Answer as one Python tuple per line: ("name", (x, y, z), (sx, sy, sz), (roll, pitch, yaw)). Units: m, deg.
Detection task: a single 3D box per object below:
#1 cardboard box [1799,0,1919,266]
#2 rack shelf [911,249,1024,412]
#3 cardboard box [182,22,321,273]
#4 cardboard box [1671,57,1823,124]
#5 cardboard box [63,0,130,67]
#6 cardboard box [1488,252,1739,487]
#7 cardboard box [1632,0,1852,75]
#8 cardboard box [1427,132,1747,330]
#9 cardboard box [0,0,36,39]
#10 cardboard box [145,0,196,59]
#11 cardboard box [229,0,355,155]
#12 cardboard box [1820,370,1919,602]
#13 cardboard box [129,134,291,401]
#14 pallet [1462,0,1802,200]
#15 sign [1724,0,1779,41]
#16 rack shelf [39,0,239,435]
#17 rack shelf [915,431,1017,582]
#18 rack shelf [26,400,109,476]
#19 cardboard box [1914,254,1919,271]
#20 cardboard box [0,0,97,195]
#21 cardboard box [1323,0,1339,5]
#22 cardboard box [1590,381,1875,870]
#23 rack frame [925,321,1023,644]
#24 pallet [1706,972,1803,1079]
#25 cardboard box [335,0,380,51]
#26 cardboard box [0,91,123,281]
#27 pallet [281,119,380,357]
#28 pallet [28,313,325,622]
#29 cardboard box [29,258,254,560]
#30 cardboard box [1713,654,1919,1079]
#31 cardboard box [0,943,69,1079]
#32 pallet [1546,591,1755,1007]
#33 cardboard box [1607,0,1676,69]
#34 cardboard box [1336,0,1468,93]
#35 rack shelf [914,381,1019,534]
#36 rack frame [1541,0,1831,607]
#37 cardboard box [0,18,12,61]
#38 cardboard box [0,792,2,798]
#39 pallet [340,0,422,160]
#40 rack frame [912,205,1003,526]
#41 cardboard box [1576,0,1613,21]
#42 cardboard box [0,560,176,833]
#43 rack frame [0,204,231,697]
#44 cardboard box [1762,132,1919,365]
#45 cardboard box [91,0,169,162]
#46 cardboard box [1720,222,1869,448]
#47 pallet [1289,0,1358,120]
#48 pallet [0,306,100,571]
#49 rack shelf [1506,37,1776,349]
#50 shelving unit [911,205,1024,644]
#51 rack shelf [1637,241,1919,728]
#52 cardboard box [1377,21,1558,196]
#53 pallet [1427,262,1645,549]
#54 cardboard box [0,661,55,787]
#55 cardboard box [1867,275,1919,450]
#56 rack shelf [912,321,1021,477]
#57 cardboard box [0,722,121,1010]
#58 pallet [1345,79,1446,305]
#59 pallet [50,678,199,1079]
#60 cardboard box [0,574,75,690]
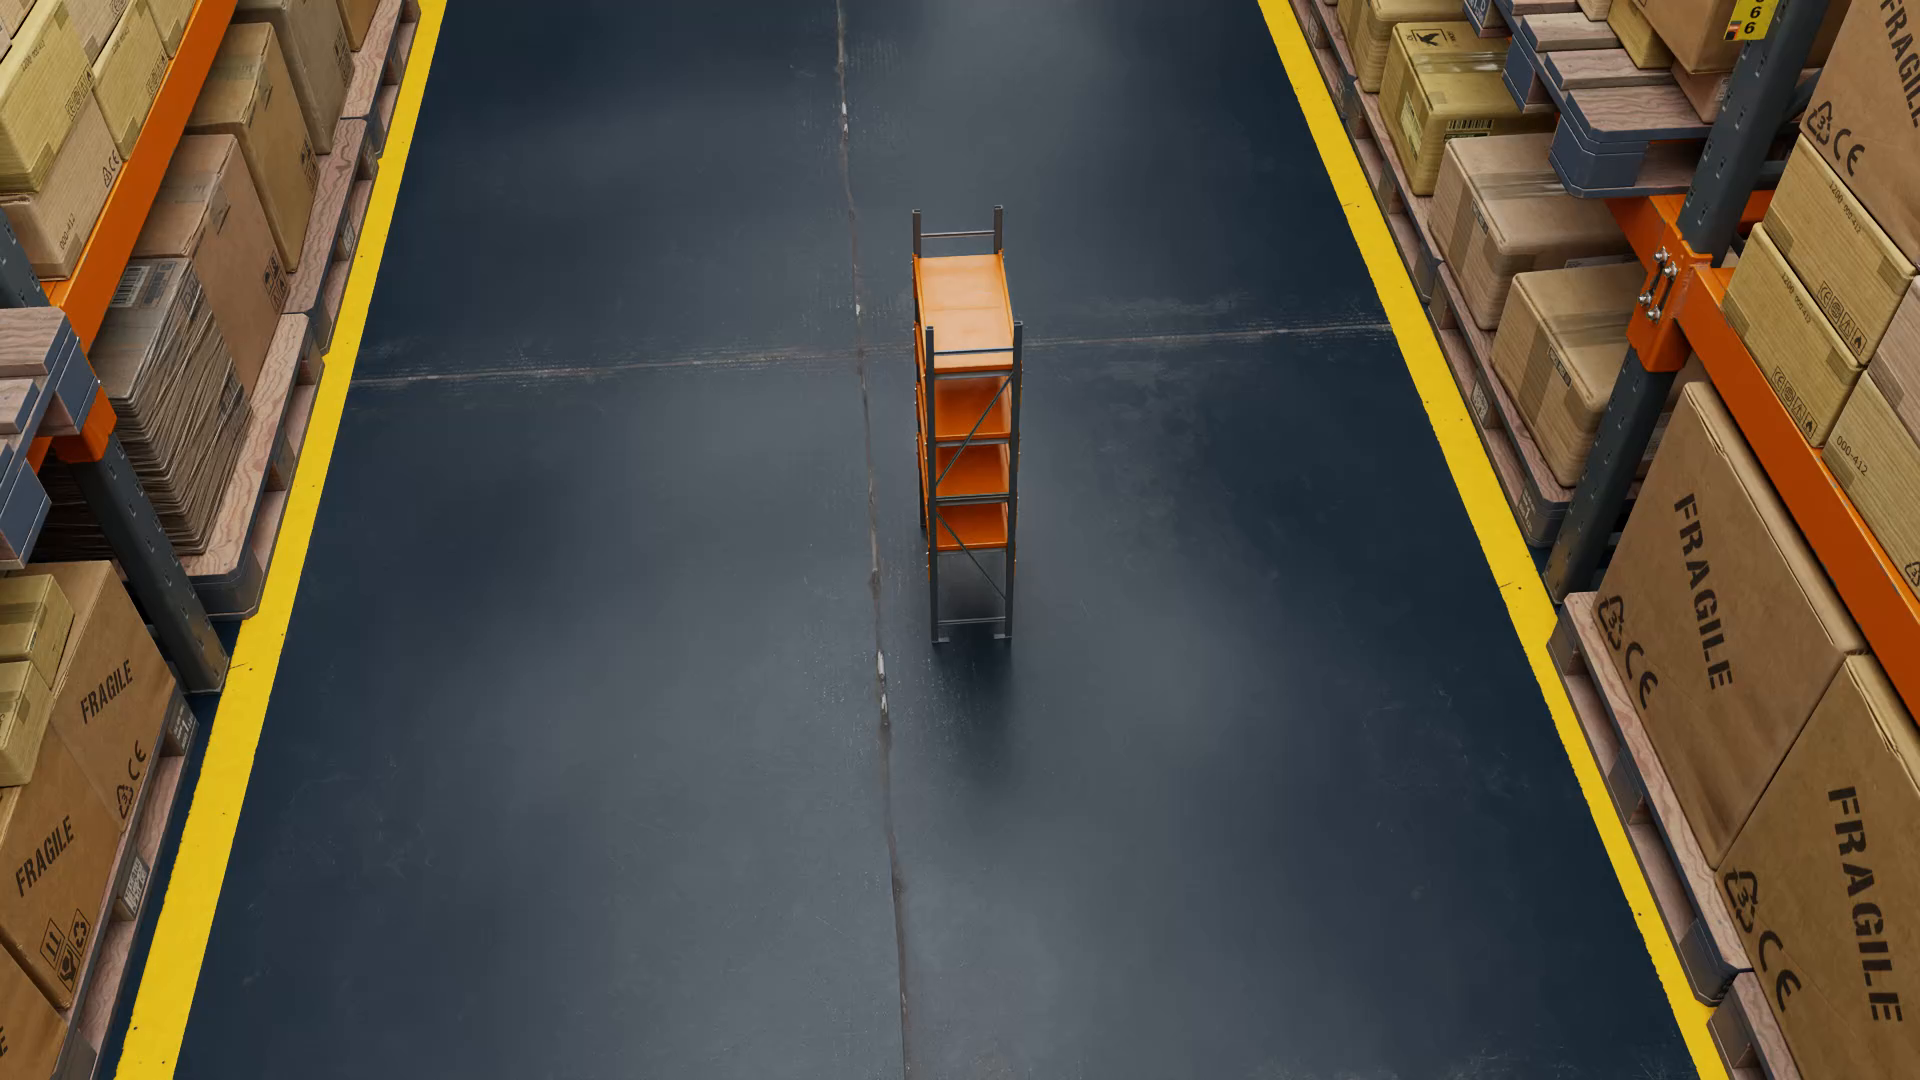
("cardboard box", (2.098, -0.909, 3.288), (0.500, 0.500, 0.500), (-5, 47, -5))
("rack shelf", (0.014, -0.563, 4.416), (0.258, 0.148, 0.480), (-3, 47, -3))
("cardboard box", (-2.804, -1.338, 5.797), (0.875, 0.625, 0.625), (-5, 47, -5))
("cardboard box", (2.038, -1.184, 4.189), (0.380, 0.149, 0.250), (-2, 47, -2))
("cardboard box", (-2.480, -1.417, 4.285), (0.500, 0.250, 0.500), (-2, 47, -2))
("cardboard box", (2.263, -0.553, 5.228), (0.950, 0.372, 0.625), (-6, 47, -6))
("cardboard box", (1.985, -1.496, 4.038), (0.500, 0.500, 0.500), (-5, 47, -4))
("cardboard box", (2.193, -1.086, 5.734), (0.950, 0.372, 0.625), (-4, 47, -4))
("cardboard box", (-2.403, -1.297, 3.897), (0.380, 0.149, 0.250), (-3, 47, -2))
("cardboard box", (-2.527, -1.619, 4.821), (0.500, 0.250, 0.500), (-5, 47, -5))
("cardboard box", (-2.869, -1.882, 6.312), (0.875, 0.625, 0.625), (-4, 47, -4))
("cardboard box", (2.151, -0.112, 3.393), (0.500, 0.250, 0.500), (-5, 47, -4))
("cardboard box", (-2.747, -0.851, 5.336), (0.875, 0.625, 0.625), (-2, 47, -2))
("pallet", (2.134, -1.346, 4.591), (1.213, 0.211, 1.003), (-3, 47, -3))
("sign", (1.760, -1.234, 3.610), (0.100, 0.325, 0.005), (-3, 47, -3))
("rack shelf", (-2.813, -1.798, 5.383), (1.077, 0.370, 4.000), (-3, 47, -3))
("rack shelf", (0.014, -0.110, 4.894), (0.258, 0.148, 0.480), (-3, 47, -3))
("rack shelf", (-2.478, 1.096, 2.642), (1.077, 0.370, 4.000), (-3, 47, -3))
("cardboard box", (2.149, -0.551, 2.948), (0.500, 0.500, 0.500), (-3, 47, -3))
("cardboard box", (-2.415, -1.056, 3.943), (0.500, 0.250, 0.500), (-4, 47, -3))
("cardboard box", (2.012, -2.658, 7.222), (0.950, 0.372, 0.625), (-3, 47, -3))
("cardboard box", (2.275, 0.188, 4.180), (0.875, 0.875, 0.875), (-4, 47, -4))
("rack frame", (0.034, -0.116, 4.534), (0.240, 1.200, 0.015), (-3, 47, -3))
("pallet", (2.390, 1.512, 3.673), (1.003, 0.211, 1.213), (-3, 47, -3))
("cardboard box", (-2.926, -2.444, 6.845), (0.875, 0.625, 0.625), (-2, 47, -2))
("cardboard box", (-2.439, -0.883, 4.123), (0.500, 0.250, 0.500), (-3, 47, -3))
("pallet", (-2.775, -1.118, 6.164), (1.003, 0.211, 1.213), (-3, 47, -3))
("pallet", (-2.676, -0.238, 5.330), (1.003, 0.211, 1.213), (-3, 47, -3))
("cardboard box", (-2.684, -0.378, 4.889), (0.875, 0.625, 0.625), (-2, 47, -2))
("cardboard box", (2.346, 0.834, 3.569), (0.875, 0.875, 0.875), (-3, 47, -3))
("cardboard box", (-2.318, 1.151, 3.527), (0.500, 0.500, 0.500), (-2, 47, -2))
("pallet", (2.291, 0.631, 4.507), (1.003, 0.211, 1.213), (-3, 47, -3))
("cardboard box", (1.944, -1.373, 4.369), (0.380, 0.149, 0.250), (-3, 47, -3))
("cardboard box", (2.075, -2.138, 6.730), (0.950, 0.372, 0.625), (-1, 47, -1))
("rack shelf", (0.014, -0.247, 4.750), (0.258, 0.148, 0.480), (-3, 47, -3))
("rack frame", (2.300, -0.903, 4.039), (1.000, 3.000, 0.127), (-3, 47, -3))
("cardboard box", (-2.379, -1.104, 3.714), (0.380, 0.149, 0.250), (-2, 47, -2))
("cardboard box", (-2.320, 0.624, 3.578), (0.380, 0.149, 0.250), (-5, 47, -5))
("pallet", (-2.880, -2.003, 7.002), (1.003, 0.211, 1.213), (-3, 47, -3))
("rack frame", (-0.007, -0.469, 4.868), (0.240, 1.200, 0.015), (-3, 47, -3))
("cardboard box", (1.878, -1.553, 4.539), (0.380, 0.149, 0.250), (-4, 47, -4))
("cardboard box", (-2.396, 0.410, 4.229), (0.500, 0.500, 0.500), (-2, 47, -2))
("rack frame", (-2.646, -0.598, 3.751), (1.000, 3.000, 0.127), (-3, 47, -3))
("cardboard box", (2.096, -0.642, 3.551), (0.500, 0.250, 0.500), (-4, 47, -4))
("cardboard box", (-2.477, -1.247, 4.468), (0.500, 0.250, 0.500), (-4, 47, -4))
("cardboard box", (2.090, -0.482, 3.744), (0.500, 0.250, 0.500), (-4, 47, -4))
("pallet", (2.032, -2.275, 7.259), (1.003, 0.211, 1.213), (-3, 47, -3))
("pallet", (-2.519, -0.046, 3.360), (1.213, 0.211, 1.003), (-3, 47, -3))
("rack shelf", (2.133, -2.103, 5.671), (1.077, 0.370, 4.000), (-3, 47, -3))
("shelving unit", (0.014, -0.293, 4.701), (0.258, 1.200, 0.503), (-3, 47, -3))
("rack shelf", (2.468, 0.791, 2.930), (1.077, 0.370, 4.000), (-3, 47, -3))
("cardboard box", (2.135, -1.636, 6.254), (0.950, 0.372, 0.625), (-2, 47, -2))
("pallet", (2.236, -0.510, 5.587), (1.003, 0.211, 1.213), (-3, 47, -3))
("cardboard box", (-2.298, 0.431, 3.761), (0.380, 0.149, 0.250), (-6, 47, -5))
("cardboard box", (2.139, -0.268, 3.196), (0.500, 0.250, 0.500), (-2, 47, -2))
("rack shelf", (0.014, -0.400, 4.587), (0.258, 0.148, 0.480), (-3, 47, -3))
("cardboard box", (-2.365, 0.772, 3.885), (0.500, 0.500, 0.500), (-4, 47, -4))
("pallet", (2.137, -1.390, 6.421), (1.003, 0.211, 1.213), (-3, 47, -3))
("pallet", (-2.621, 0.903, 4.250), (1.003, 0.211, 1.213), (-3, 47, -3))
("cardboard box", (-2.352, 0.236, 3.947), (0.380, 0.149, 0.250), (-6, 47, -5))
